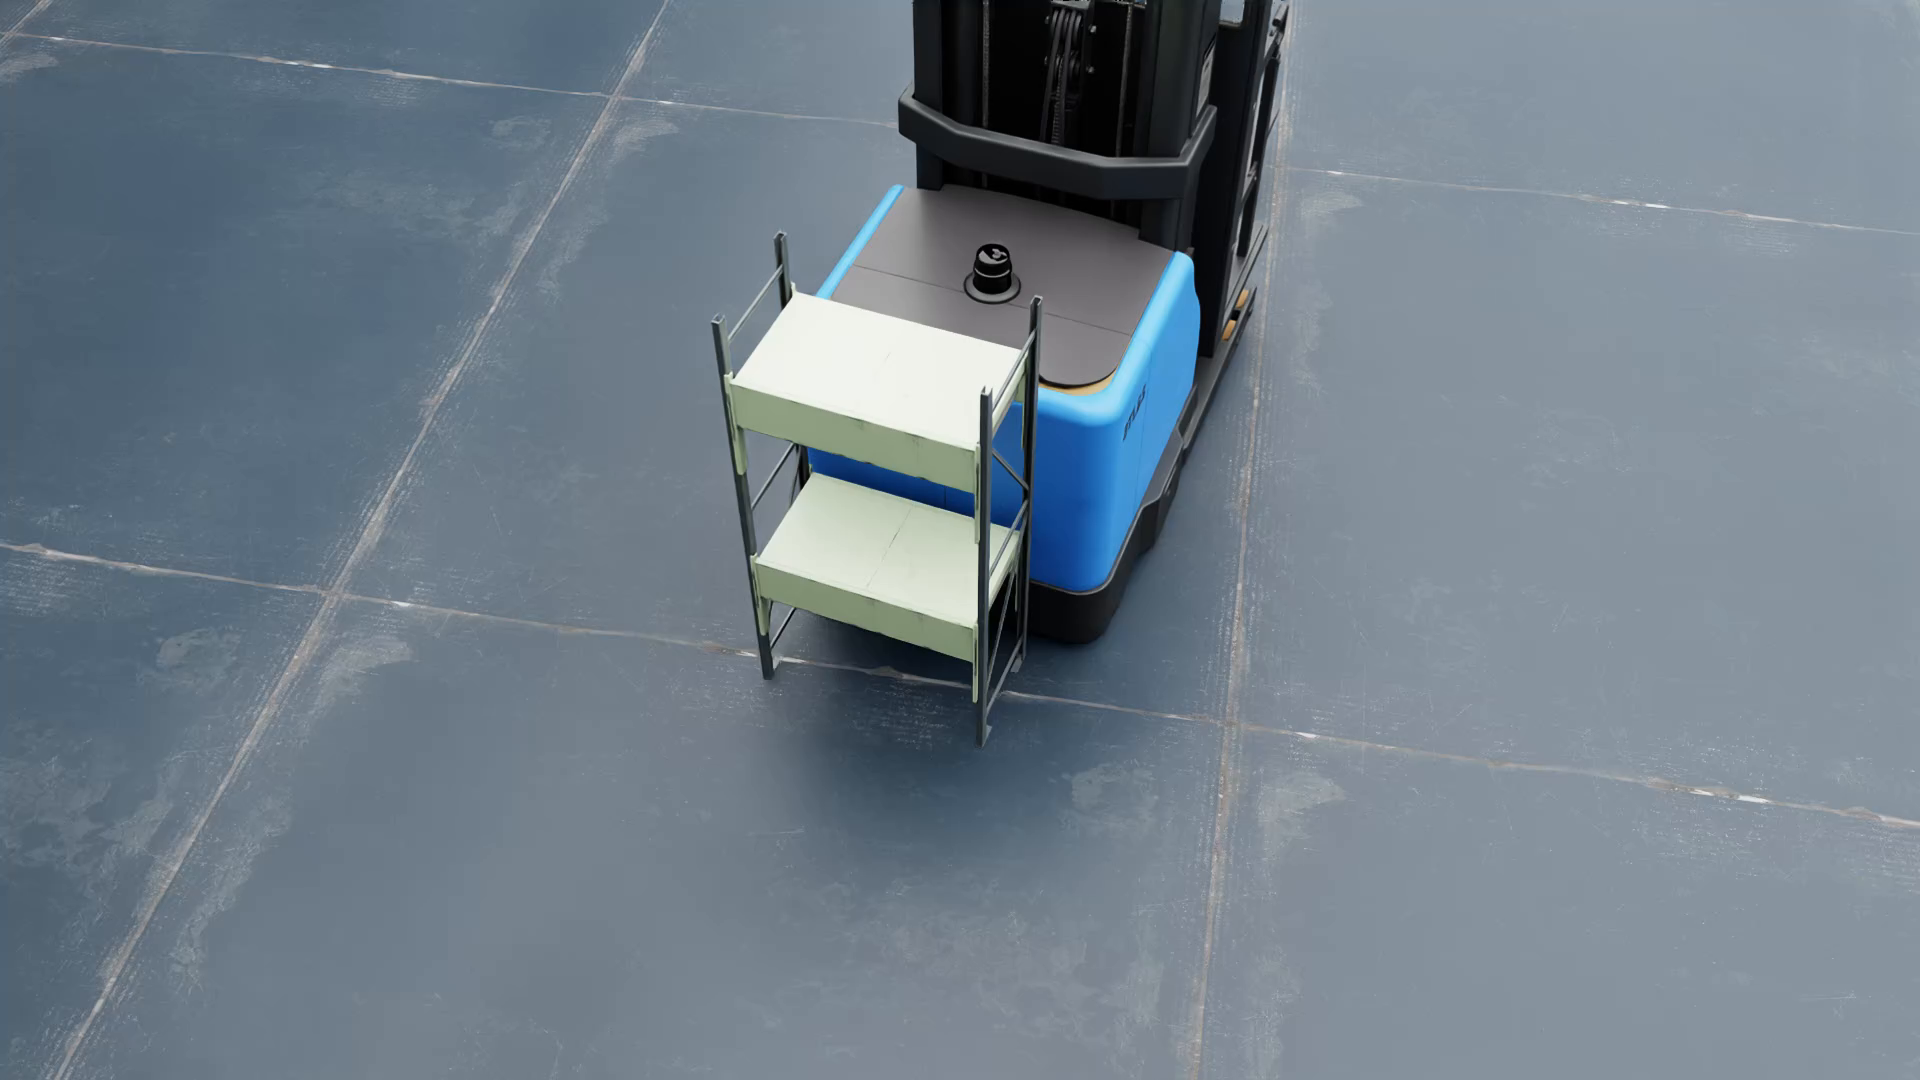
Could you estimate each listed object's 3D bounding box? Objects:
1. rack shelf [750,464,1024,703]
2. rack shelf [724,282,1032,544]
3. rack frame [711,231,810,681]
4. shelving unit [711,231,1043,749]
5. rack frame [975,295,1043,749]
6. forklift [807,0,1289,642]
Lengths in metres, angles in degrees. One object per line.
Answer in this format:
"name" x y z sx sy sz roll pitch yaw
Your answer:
"rack shelf" -0.209 0.127 5.066 0.720 0.370 0.431 16 50 14
"rack shelf" -0.210 -0.351 4.532 0.720 0.370 0.431 16 50 14
"rack frame" -0.550 -0.191 4.913 0.023 1.500 0.400 16 50 14
"shelving unit" -0.209 -0.091 4.823 0.755 1.500 0.431 16 50 14
"rack frame" 0.131 0.009 4.733 0.023 1.500 0.400 16 50 14
"forklift" 0.505 -1.768 5.368 1.130 2.935 3.031 16 50 14
